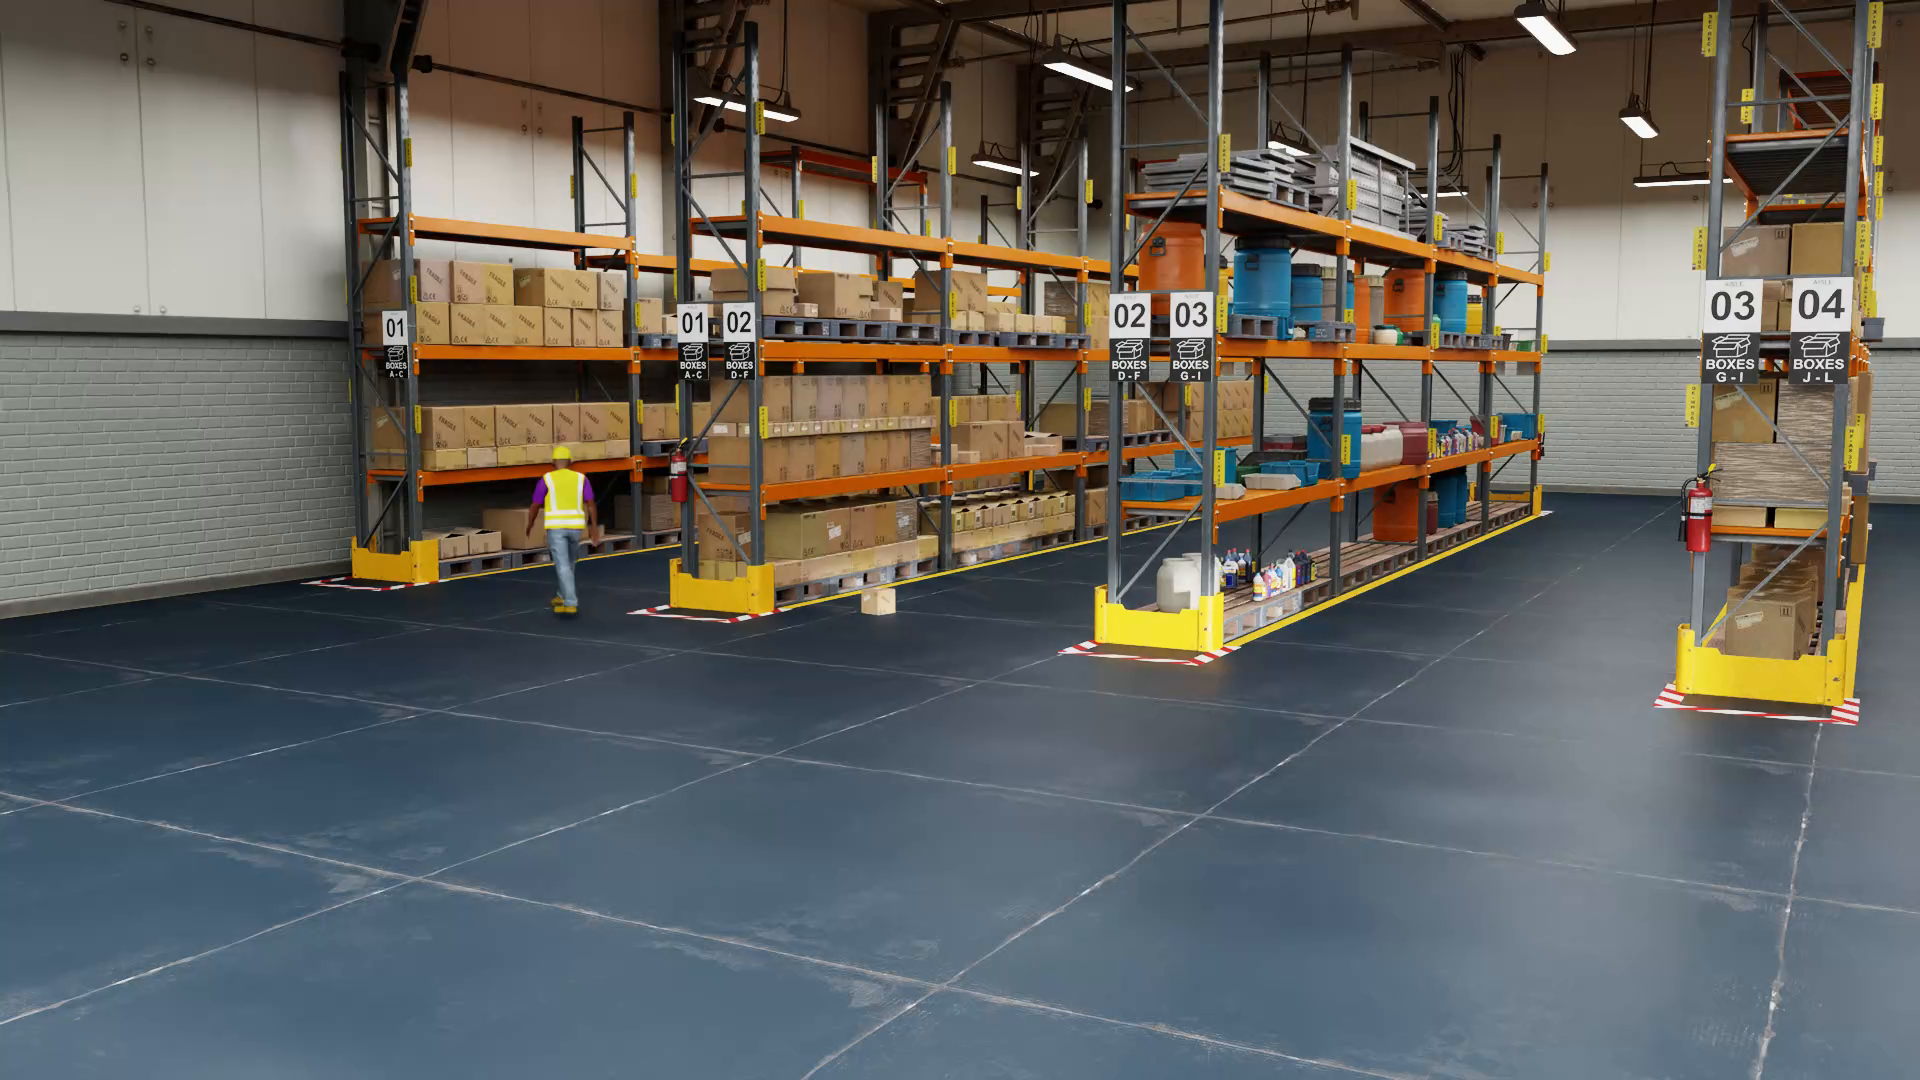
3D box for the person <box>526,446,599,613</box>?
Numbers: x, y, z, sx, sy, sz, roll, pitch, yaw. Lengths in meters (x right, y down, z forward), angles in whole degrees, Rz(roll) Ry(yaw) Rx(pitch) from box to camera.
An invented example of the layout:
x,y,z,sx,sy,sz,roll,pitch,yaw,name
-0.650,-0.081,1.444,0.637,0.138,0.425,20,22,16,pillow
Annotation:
x,y,z,sx,sy,sz,roll,pitch,yaw,name
-4.120,-0.128,17.253,0.640,1.699,1.052,-4,7,-34,person
